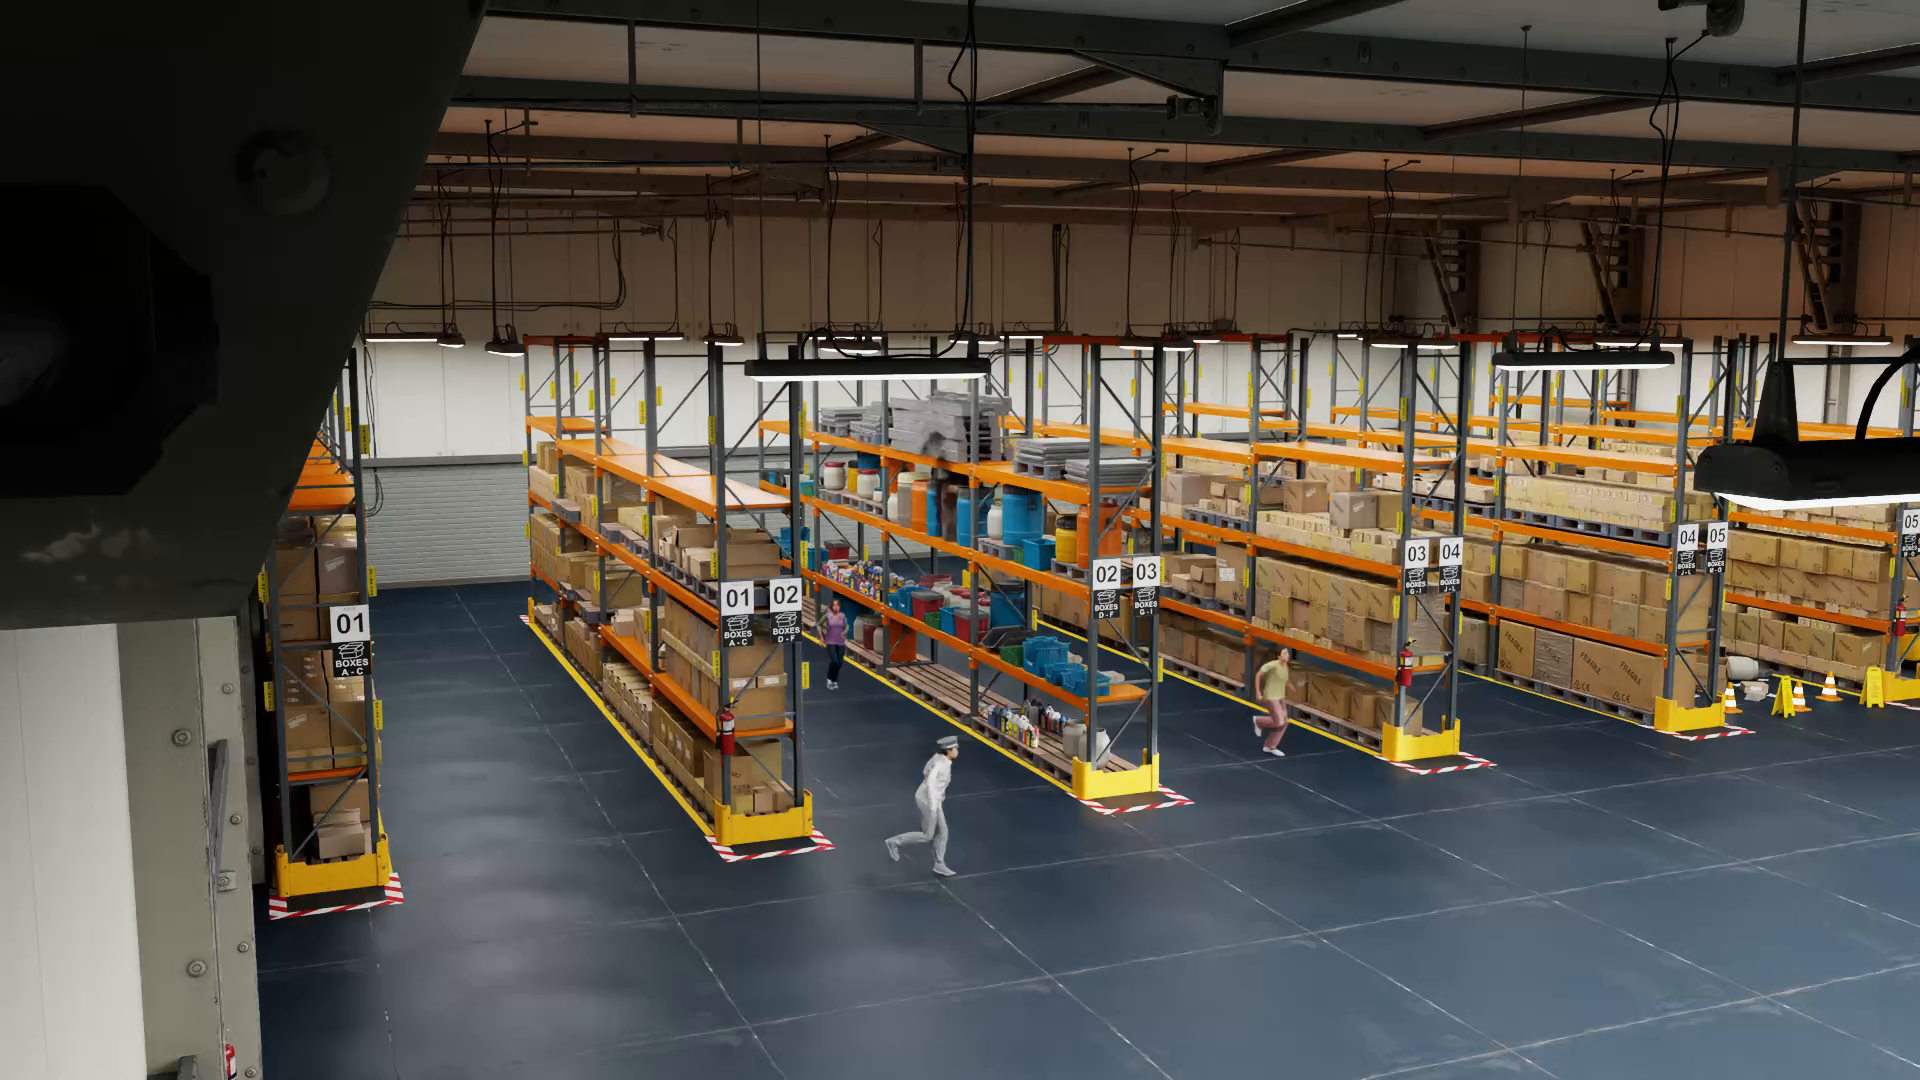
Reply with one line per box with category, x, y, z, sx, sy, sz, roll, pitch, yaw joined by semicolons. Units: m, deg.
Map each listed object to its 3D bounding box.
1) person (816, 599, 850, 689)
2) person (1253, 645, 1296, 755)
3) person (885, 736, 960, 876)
person;-2.128;1.783;28.314;0.519;1.567;0.624;-3;8;-24
person;4.586;2.328;24.297;0.618;1.620;0.646;-7;10;-42
person;-0.430;3.044;19.018;0.863;1.632;0.621;-1;8;-8
